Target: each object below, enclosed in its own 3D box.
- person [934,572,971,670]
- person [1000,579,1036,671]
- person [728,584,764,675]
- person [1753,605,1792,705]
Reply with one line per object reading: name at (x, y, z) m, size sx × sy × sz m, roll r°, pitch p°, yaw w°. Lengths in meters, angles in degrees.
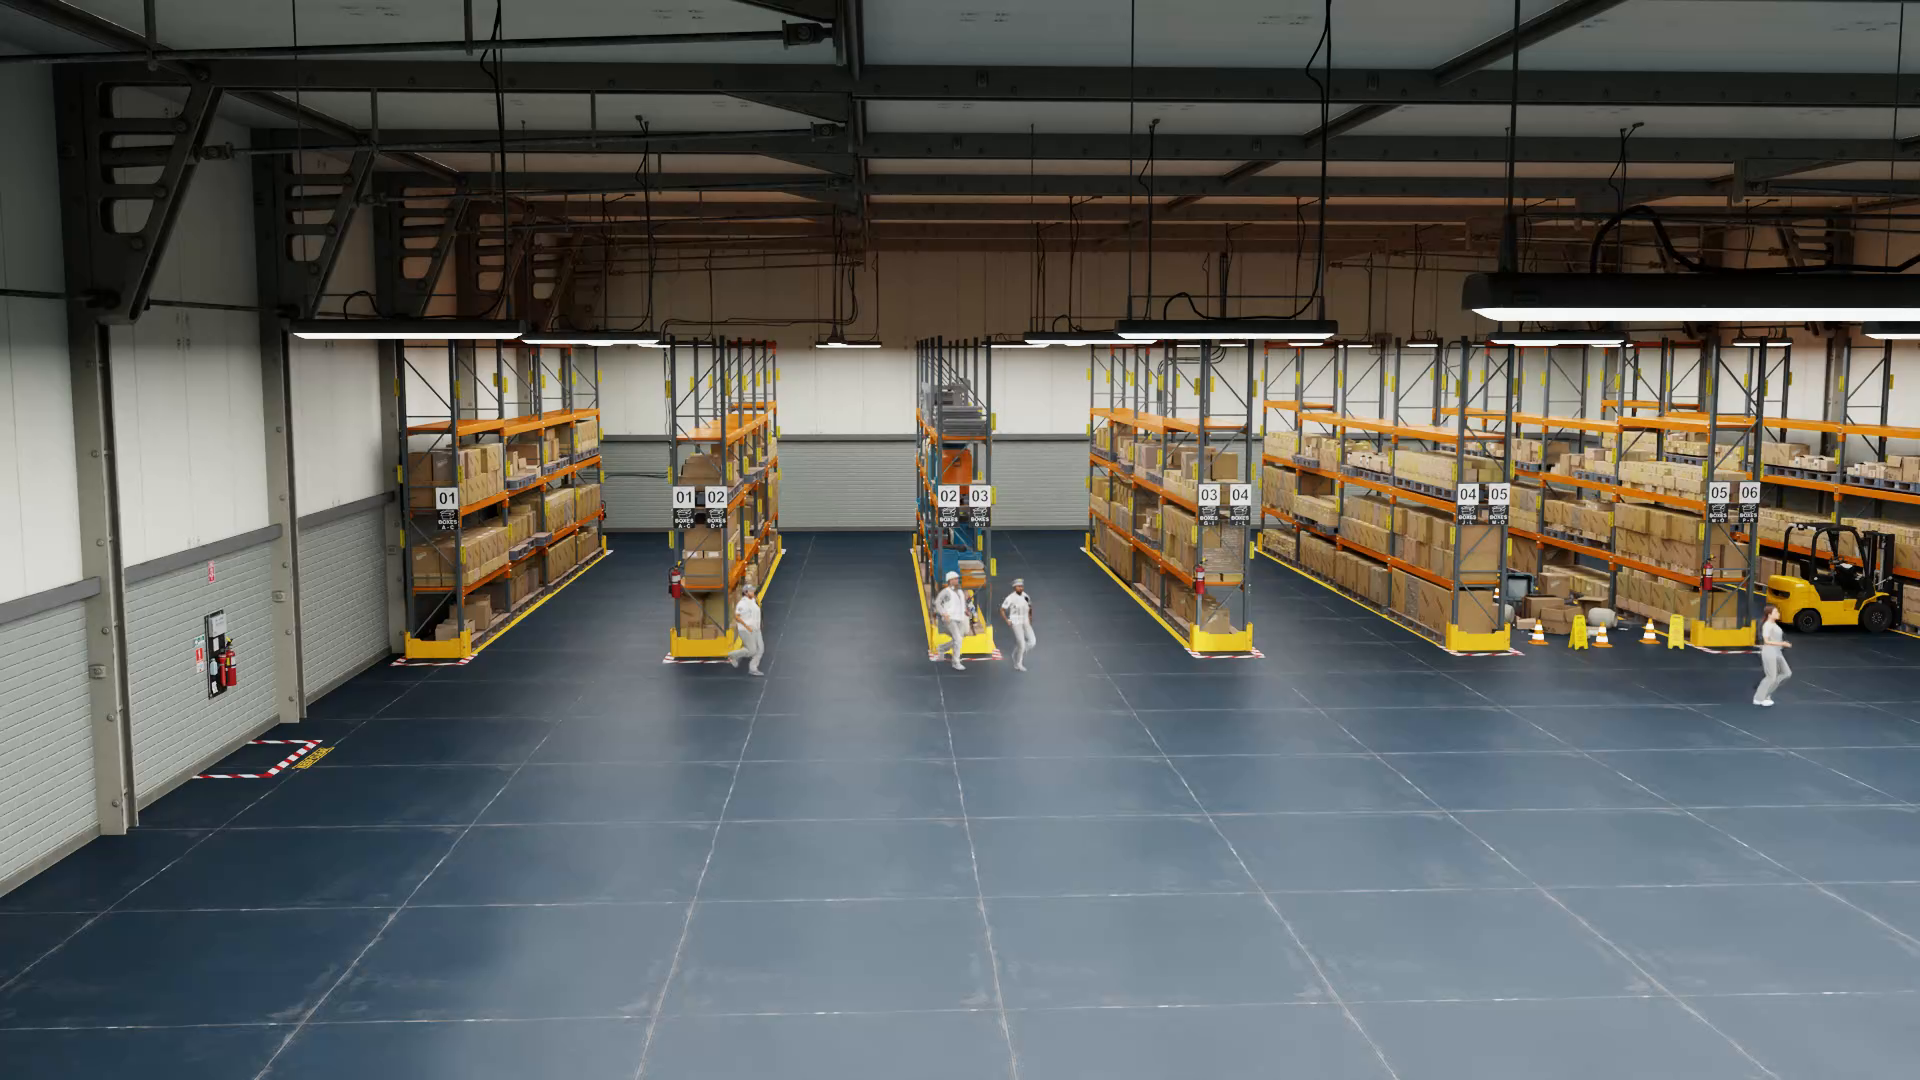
person at (-0.119, 1.449, 30.195) m, size 0.715 × 1.750 × 0.710 m, roll 5°, pitch 8°, yaw 40°
person at (1.083, 1.526, 29.922) m, size 0.688 × 1.676 × 0.470 m, roll -6°, pitch 9°, yaw -44°
person at (-3.774, 1.594, 29.477) m, size 0.634 × 1.619 × 0.609 m, roll 3°, pitch 7°, yaw 22°
person at (13.119, 1.863, 26.760) m, size 0.577 × 1.631 × 0.552 m, roll 6°, pitch 9°, yaw 44°
